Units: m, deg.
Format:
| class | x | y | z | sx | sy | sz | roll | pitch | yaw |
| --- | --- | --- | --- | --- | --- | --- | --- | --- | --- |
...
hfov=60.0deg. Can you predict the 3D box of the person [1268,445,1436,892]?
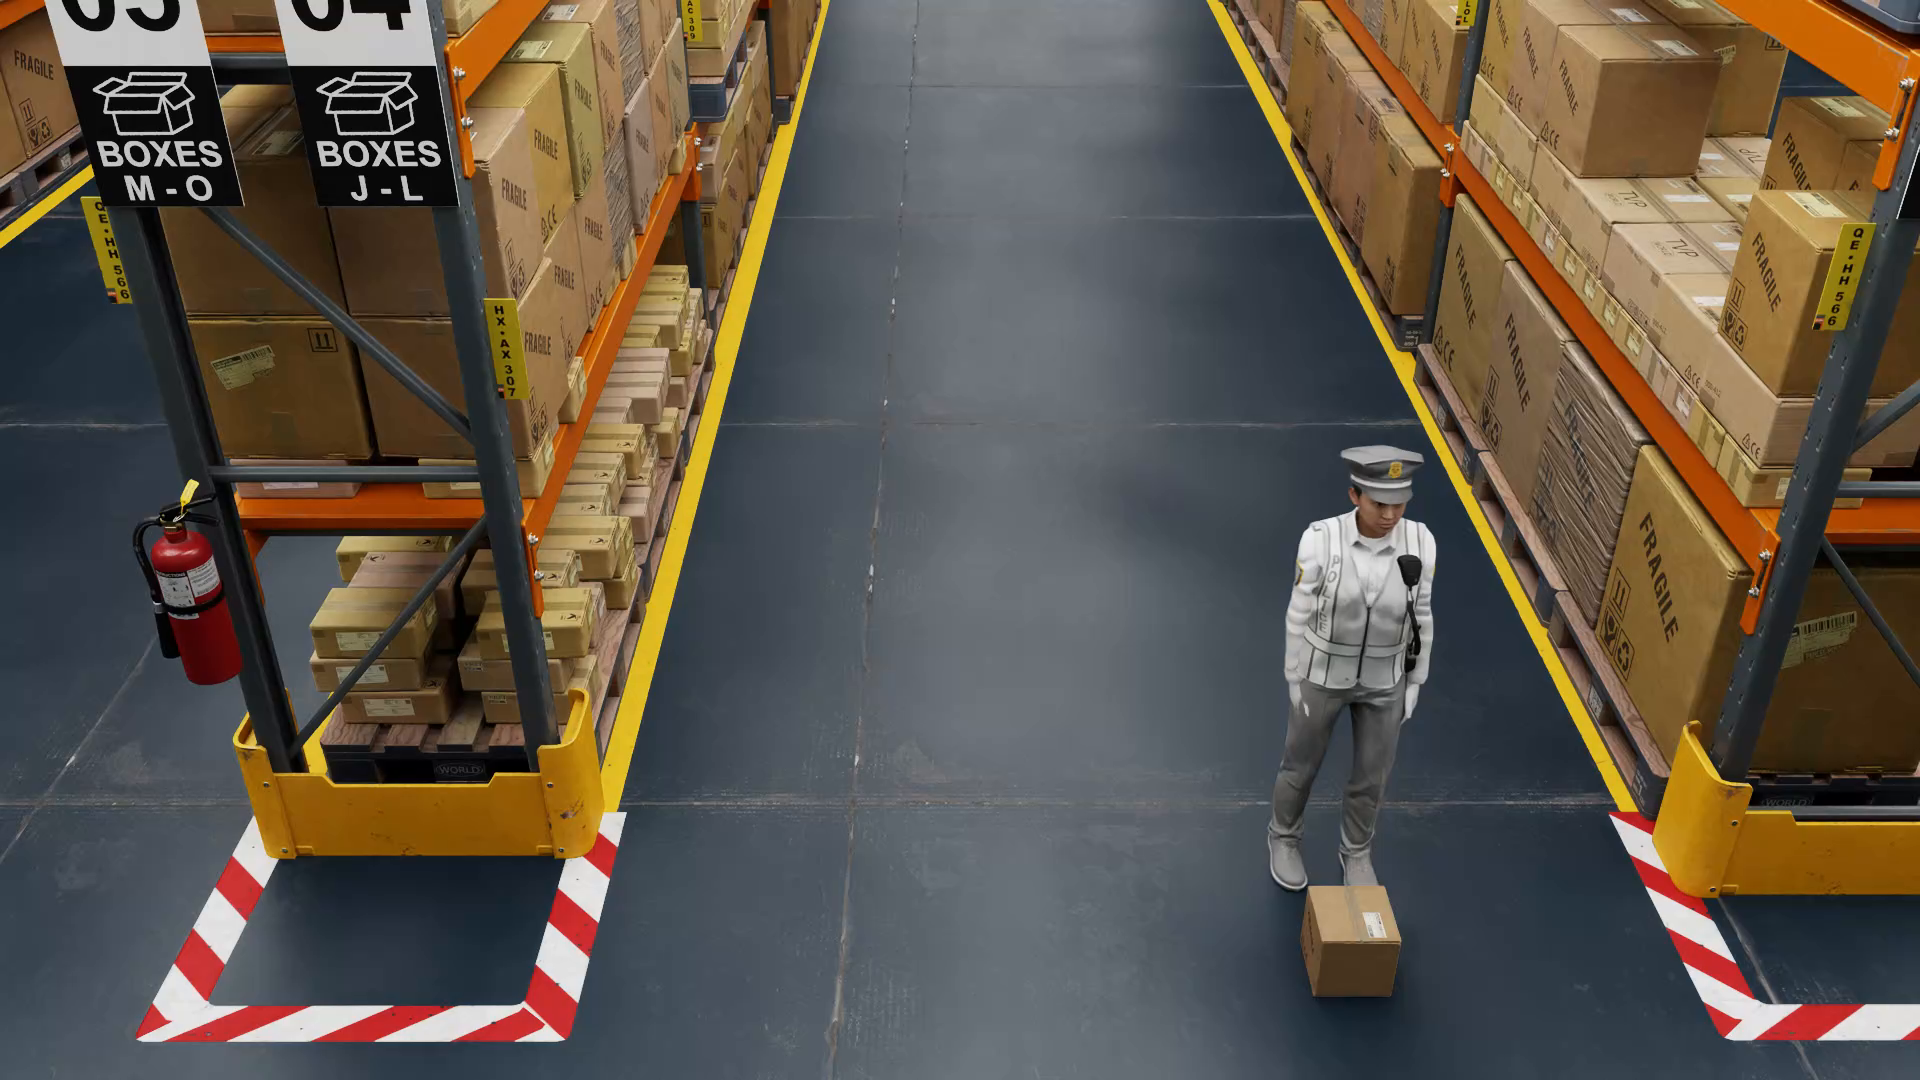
| class | x | y | z | sx | sy | sz | roll | pitch | yaw |
| --- | --- | --- | --- | --- | --- | --- | --- | --- | --- |
| person | 1.279 | 0.450 | 5.390 | 0.469 | 1.683 | 0.356 | 1 | 32 | 1 |
